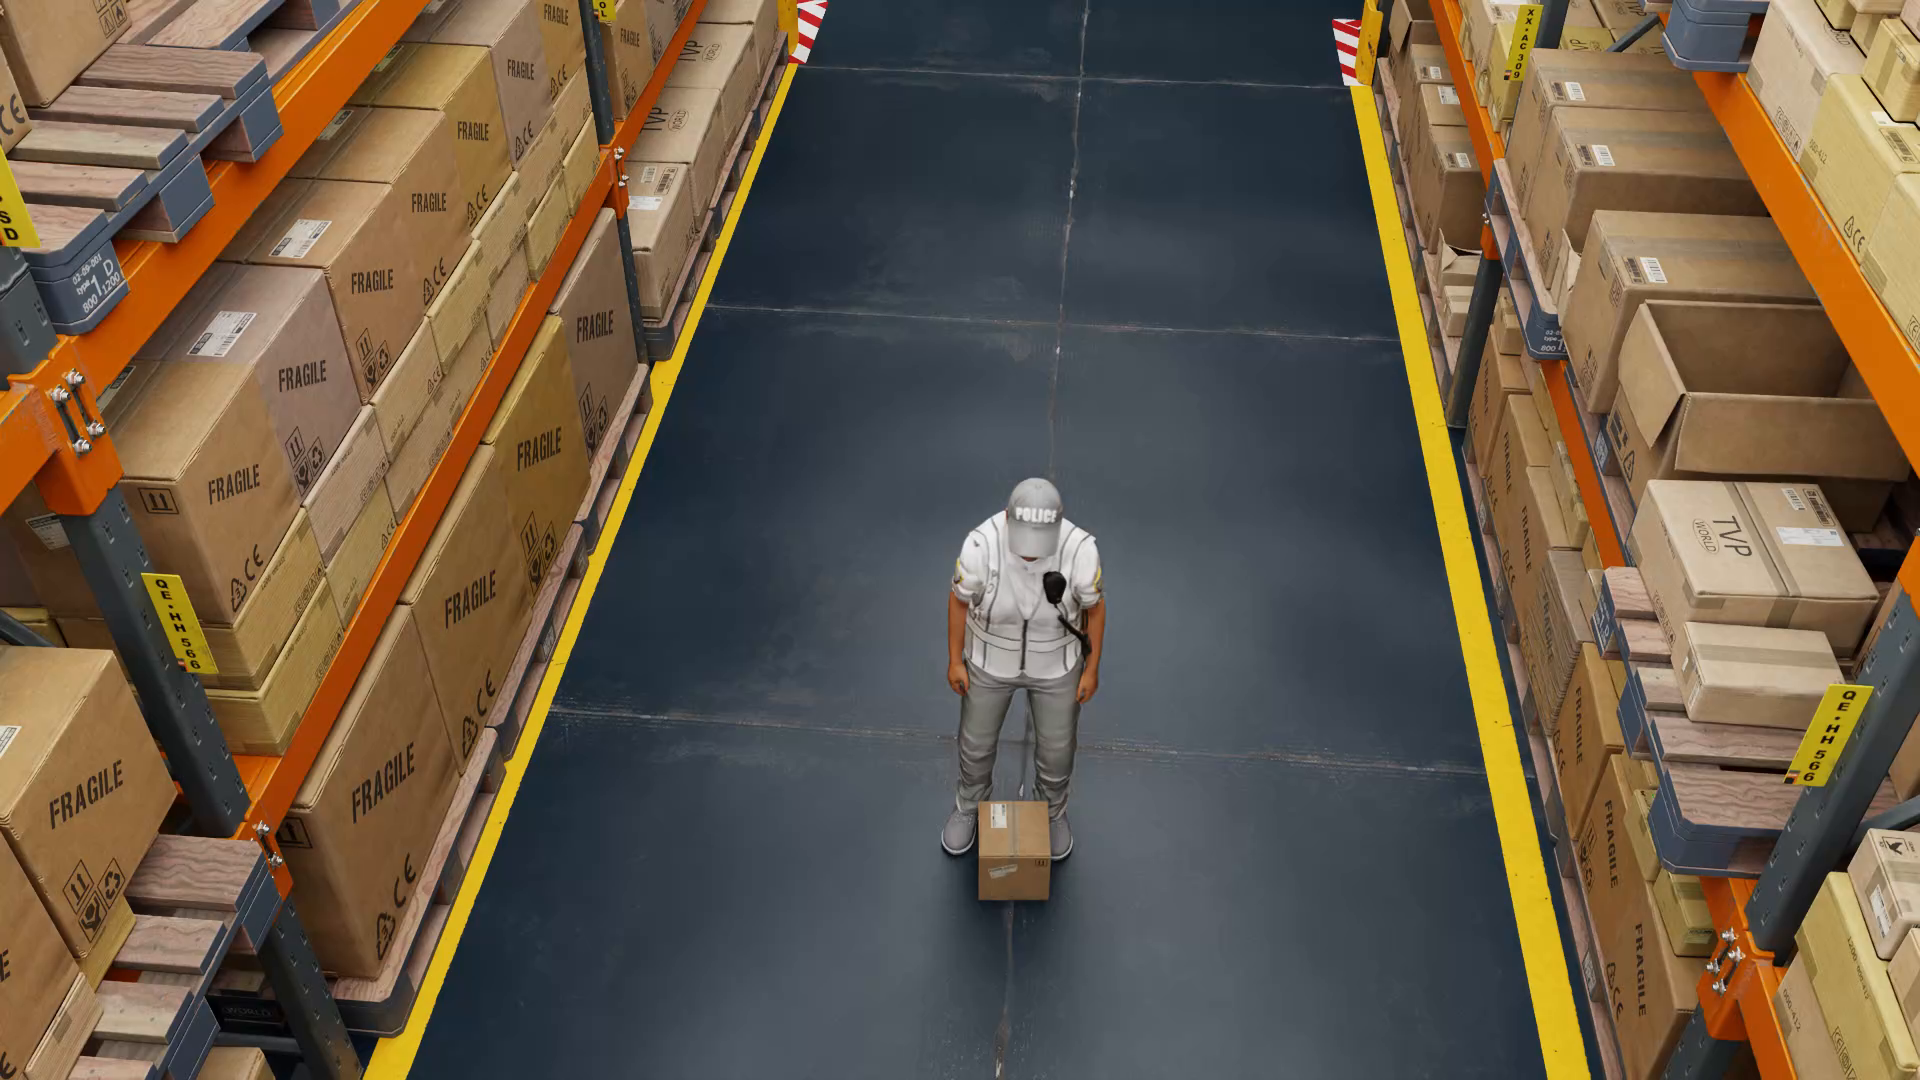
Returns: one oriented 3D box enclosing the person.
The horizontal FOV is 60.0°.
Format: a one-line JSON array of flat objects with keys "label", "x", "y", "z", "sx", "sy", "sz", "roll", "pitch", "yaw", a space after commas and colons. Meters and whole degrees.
[{"label": "person", "x": 0.209, "y": 0.430, "z": 5.645, "sx": 0.543, "sy": 1.666, "sz": 0.470, "roll": 3, "pitch": 40, "yaw": 4}]
